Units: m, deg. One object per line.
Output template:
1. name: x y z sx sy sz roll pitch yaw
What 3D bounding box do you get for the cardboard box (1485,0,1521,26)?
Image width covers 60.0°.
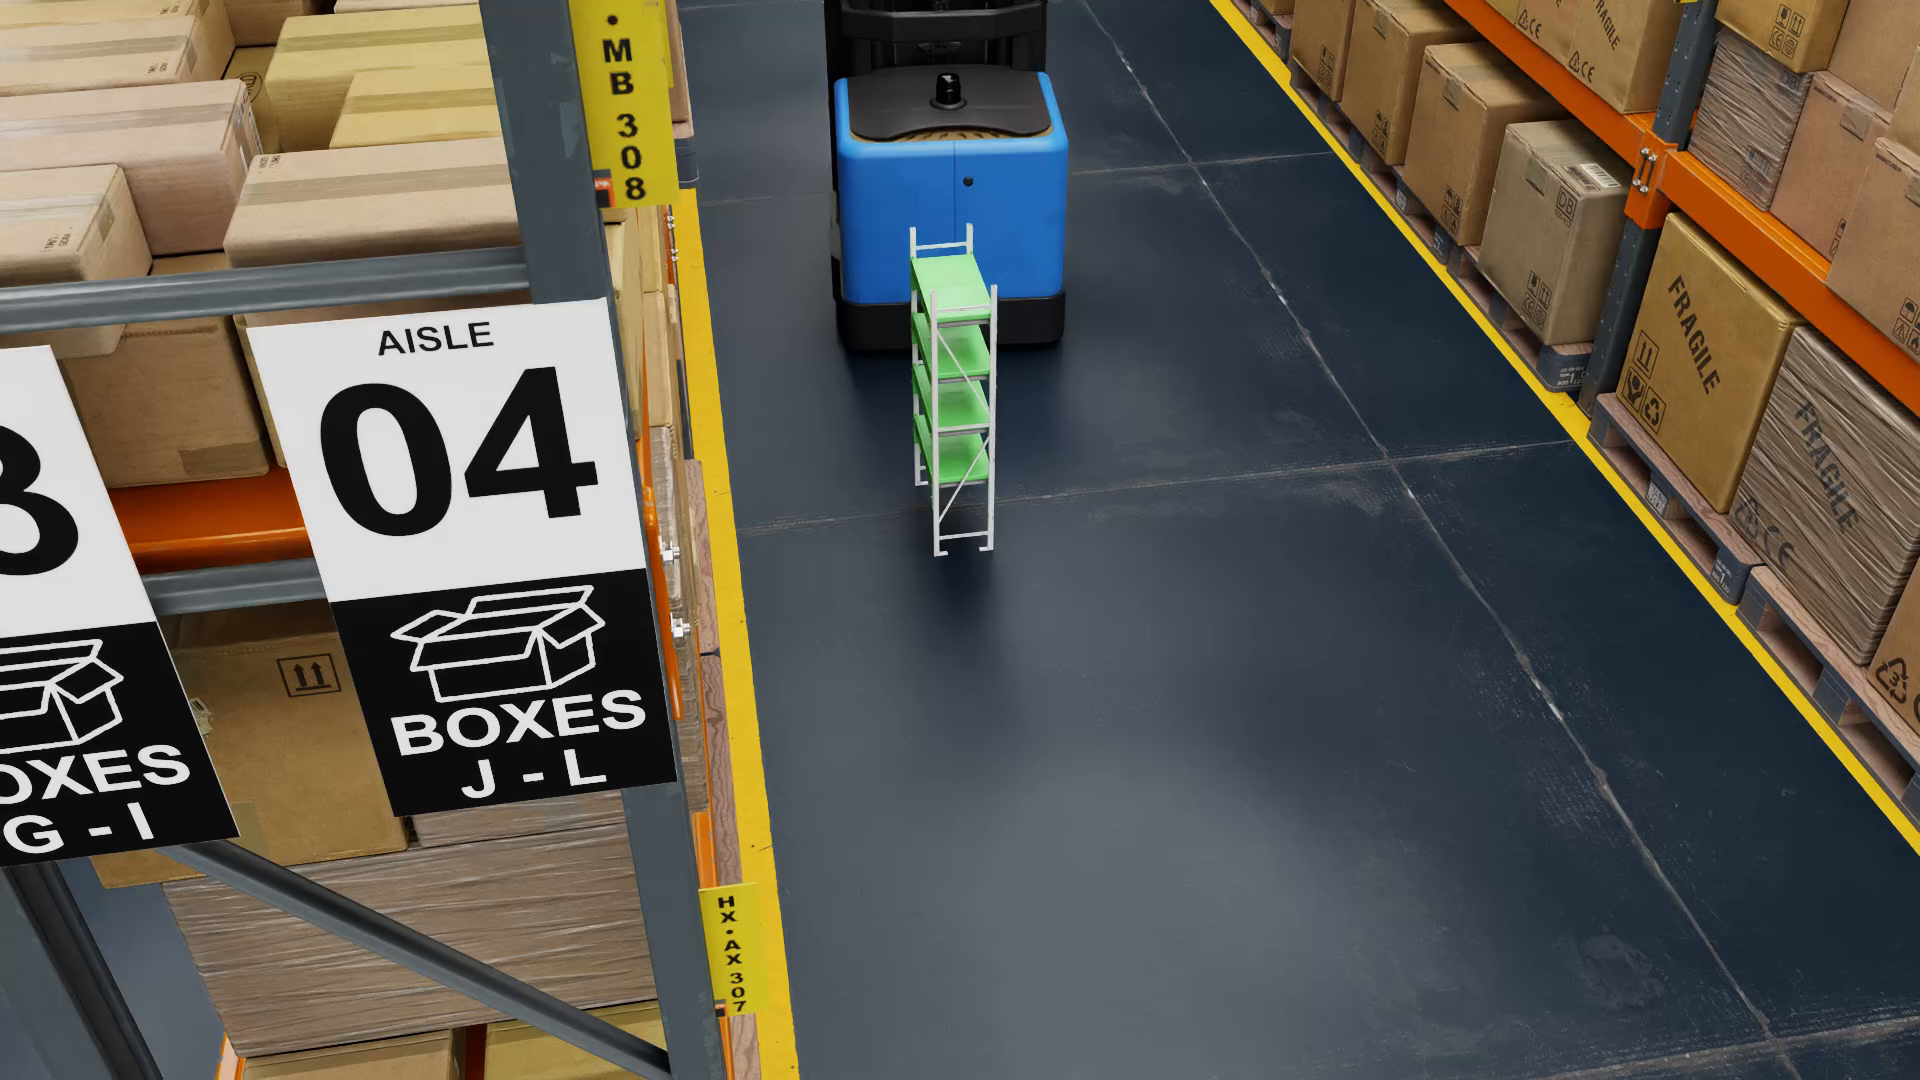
1. cardboard box: 2.763 -2.748 7.761 0.500 0.500 0.500 -6 38 -7

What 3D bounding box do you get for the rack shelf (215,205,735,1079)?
1. rack shelf: -1.255 0.153 4.694 1.077 0.370 4.000 -6 38 -8

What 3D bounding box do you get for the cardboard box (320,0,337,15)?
1. cardboard box: -1.411 -0.924 3.172 0.500 0.250 0.500 -5 38 -7

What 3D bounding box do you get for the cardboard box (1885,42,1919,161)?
1. cardboard box: 3.496 -1.410 5.117 0.875 0.550 0.550 -6 38 -8

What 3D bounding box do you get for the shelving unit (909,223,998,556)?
1. shelving unit: -0.029 -0.574 6.511 0.258 1.200 0.503 -6 38 -8

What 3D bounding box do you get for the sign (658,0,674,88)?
1. sign: -1.073 -1.744 5.844 0.100 0.325 0.005 -6 38 -8

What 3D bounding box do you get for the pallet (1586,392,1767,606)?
1. pallet: 3.351 -0.243 6.890 1.003 0.211 1.213 -6 38 -8

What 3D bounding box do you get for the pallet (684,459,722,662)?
1. pallet: -1.453 0.164 6.367 1.003 0.211 1.213 -6 38 -8

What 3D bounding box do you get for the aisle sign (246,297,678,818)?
1. aisle sign: -0.598 0.056 2.115 0.394 0.787 0.004 -6 38 -8

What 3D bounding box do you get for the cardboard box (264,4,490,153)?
1. cardboard box: -0.841 -0.703 2.563 0.380 0.149 0.250 -7 38 -9

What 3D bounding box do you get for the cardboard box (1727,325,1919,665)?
1. cardboard box: 3.498 -0.207 5.961 0.875 0.875 0.875 -6 38 -8

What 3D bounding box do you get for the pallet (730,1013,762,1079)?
1. pallet: -1.025 1.638 4.470 1.003 0.211 1.213 -6 38 -8

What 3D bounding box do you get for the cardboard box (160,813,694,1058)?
1. cardboard box: -0.974 0.585 3.228 0.875 0.500 0.500 -6 38 -8

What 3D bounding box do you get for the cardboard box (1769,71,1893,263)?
1. cardboard box: 3.490 -1.319 5.881 0.875 0.550 0.550 -6 38 -8

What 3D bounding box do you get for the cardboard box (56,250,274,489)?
1. cardboard box: -1.239 -0.312 2.384 0.500 0.250 0.500 -5 38 -7

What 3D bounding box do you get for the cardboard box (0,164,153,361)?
1. cardboard box: -1.260 -0.340 2.095 0.380 0.149 0.250 -6 38 -8

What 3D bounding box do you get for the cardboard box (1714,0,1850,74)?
1. cardboard box: 3.326 -2.071 5.968 0.875 0.550 0.550 -6 38 -8

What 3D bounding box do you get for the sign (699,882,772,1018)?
1. sign: -0.370 0.677 2.728 0.100 0.325 0.005 -6 38 -8

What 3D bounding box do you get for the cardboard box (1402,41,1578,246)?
1. cardboard box: 2.932 -2.037 8.419 1.050 0.750 0.750 -6 38 -8

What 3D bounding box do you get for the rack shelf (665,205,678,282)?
1. rack shelf: -1.956 -2.263 7.804 1.077 0.370 4.000 -6 38 -8

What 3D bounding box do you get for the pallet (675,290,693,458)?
1. pallet: -1.744 -0.708 7.489 1.003 0.211 1.213 -6 38 -8

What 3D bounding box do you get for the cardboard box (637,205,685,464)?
1. cardboard box: -0.902 -0.441 3.734 0.500 0.500 0.500 -6 38 -8

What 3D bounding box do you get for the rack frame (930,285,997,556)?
1. rack frame: 0.014 -0.426 6.321 0.240 1.200 0.015 -6 38 -8

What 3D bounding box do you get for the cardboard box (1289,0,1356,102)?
1. cardboard box: 2.612 -3.127 9.822 1.050 0.750 0.750 -7 38 -9

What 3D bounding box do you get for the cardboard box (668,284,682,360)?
1. cardboard box: -1.106 -0.693 5.402 0.380 0.149 0.250 -6 38 -8

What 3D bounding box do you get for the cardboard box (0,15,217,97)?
1. cardboard box: -1.347 -0.663 2.511 0.380 0.149 0.250 -8 39 -10

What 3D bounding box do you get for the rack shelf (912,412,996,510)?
1. rack shelf: -0.029 -0.334 6.697 0.258 0.148 0.480 -6 38 -8

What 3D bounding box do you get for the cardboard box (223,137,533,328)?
1. cardboard box: -0.725 -0.397 2.168 0.380 0.149 0.250 -6 38 -8

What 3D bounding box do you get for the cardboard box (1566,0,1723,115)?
1. cardboard box: 2.940 -2.137 6.975 0.500 0.500 0.500 -6 38 -8

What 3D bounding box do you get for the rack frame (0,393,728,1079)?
1. rack frame: -0.905 1.077 2.919 1.000 3.000 0.127 -6 38 -8

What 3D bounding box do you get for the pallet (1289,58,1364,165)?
1. pallet: 2.658 -2.642 9.979 1.003 0.211 1.213 -6 38 -8

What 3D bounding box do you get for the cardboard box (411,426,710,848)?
1. cardboard box: -0.733 0.164 2.955 0.500 0.500 0.500 -6 38 -8

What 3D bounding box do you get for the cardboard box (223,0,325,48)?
1. cardboard box: -1.335 -0.975 2.913 0.380 0.149 0.250 -6 38 -7

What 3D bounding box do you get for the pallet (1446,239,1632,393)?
1. pallet: 3.086 -1.168 8.082 1.003 0.211 1.213 -6 38 -8

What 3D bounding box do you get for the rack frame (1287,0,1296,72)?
1. rack frame: 2.594 -4.227 9.747 1.000 3.000 0.127 -6 38 -8

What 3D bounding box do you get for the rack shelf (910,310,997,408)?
1. rack shelf: -0.029 -0.713 6.403 0.258 0.148 0.480 -6 38 -8

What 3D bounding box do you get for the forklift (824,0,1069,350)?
1. forklift: -0.139 -2.935 8.139 1.130 2.935 3.031 -3 38 -4

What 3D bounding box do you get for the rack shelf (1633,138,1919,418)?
1. rack shelf: 3.646 -0.319 5.303 1.077 0.370 4.000 -6 38 -8

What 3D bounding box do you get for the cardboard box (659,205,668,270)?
1. cardboard box: -1.080 -1.045 4.511 0.500 0.500 0.500 -6 38 -8

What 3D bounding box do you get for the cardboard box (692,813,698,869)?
1. cardboard box: -0.774 0.673 3.644 0.380 0.149 0.250 -6 38 -8
